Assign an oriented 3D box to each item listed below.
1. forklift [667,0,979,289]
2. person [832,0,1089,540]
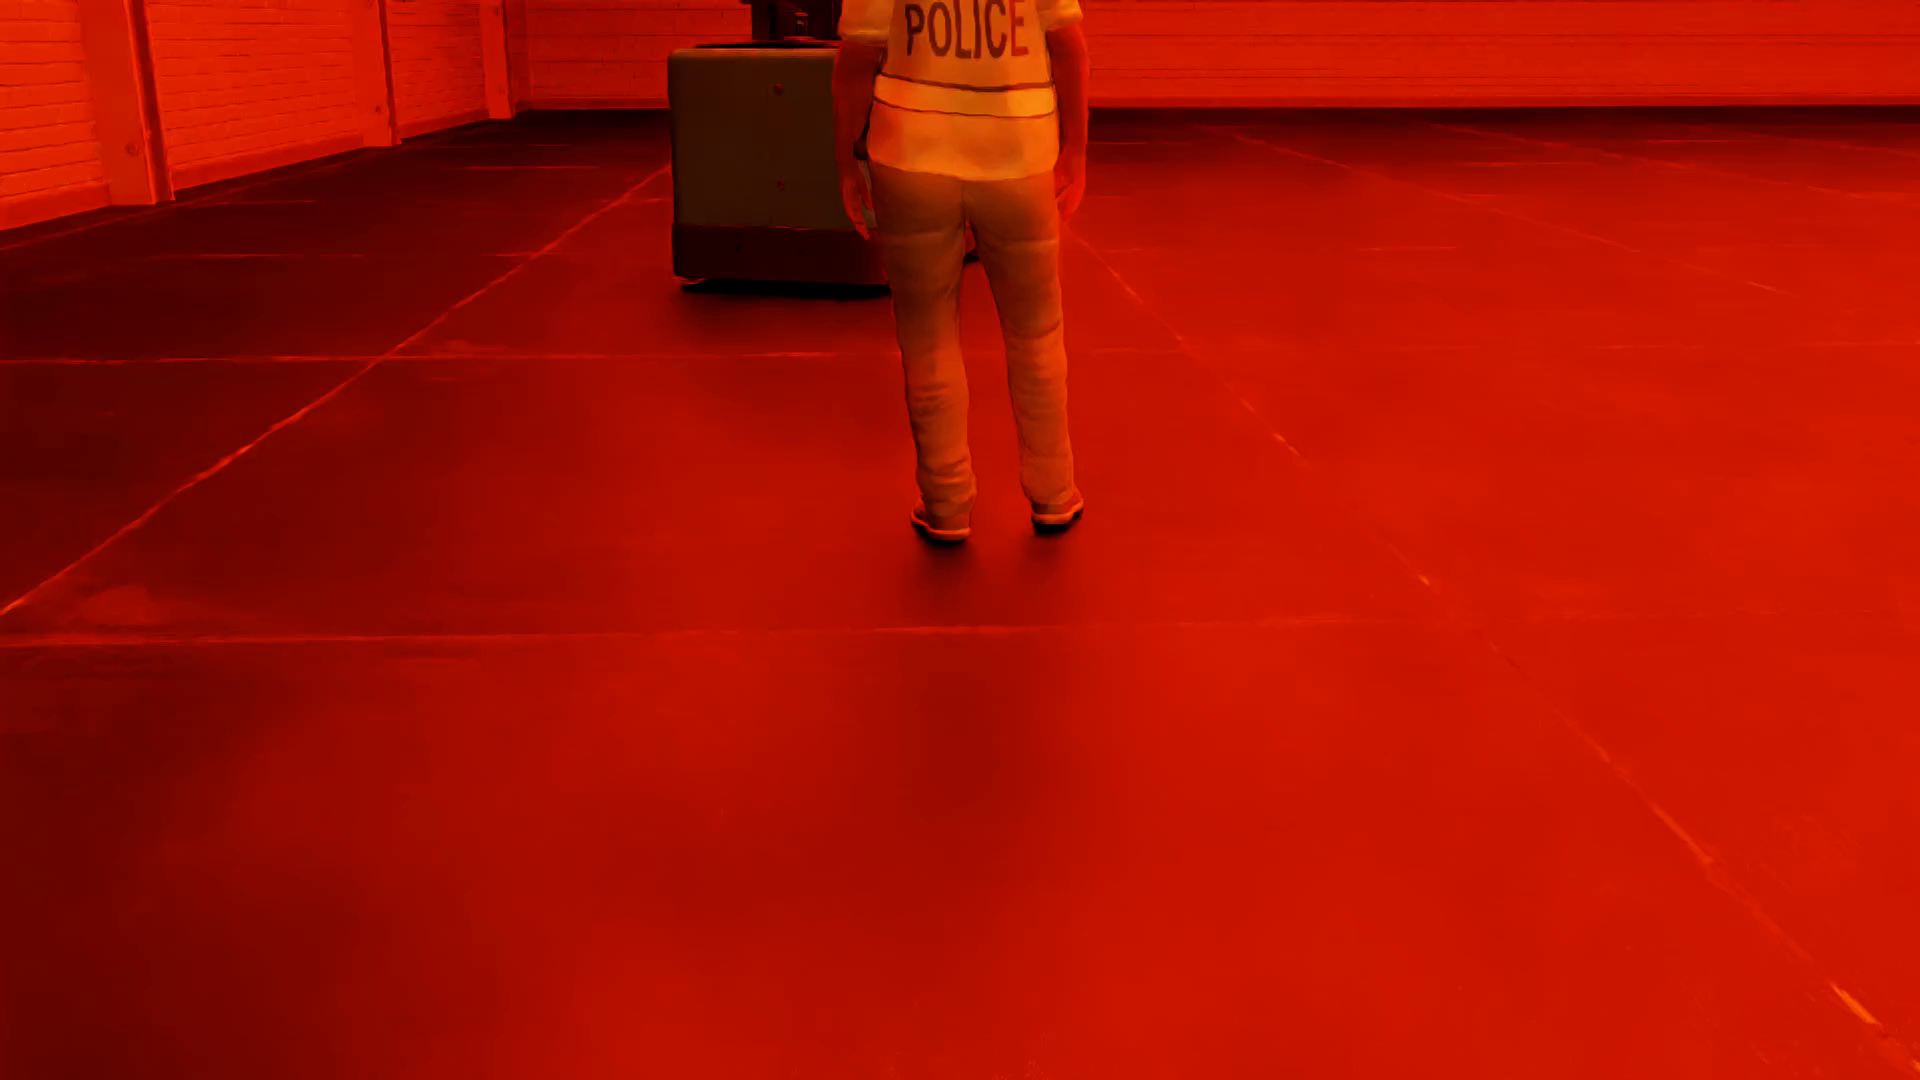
[{"bbox_3d":[-0.406,-2.924,8.465,1.130,2.935,3.031,5,18,16],"label":"forklift"},{"bbox_3d":[0.019,-0.826,3.746,0.598,1.669,0.529,-1,17,-3],"label":"person"}]
